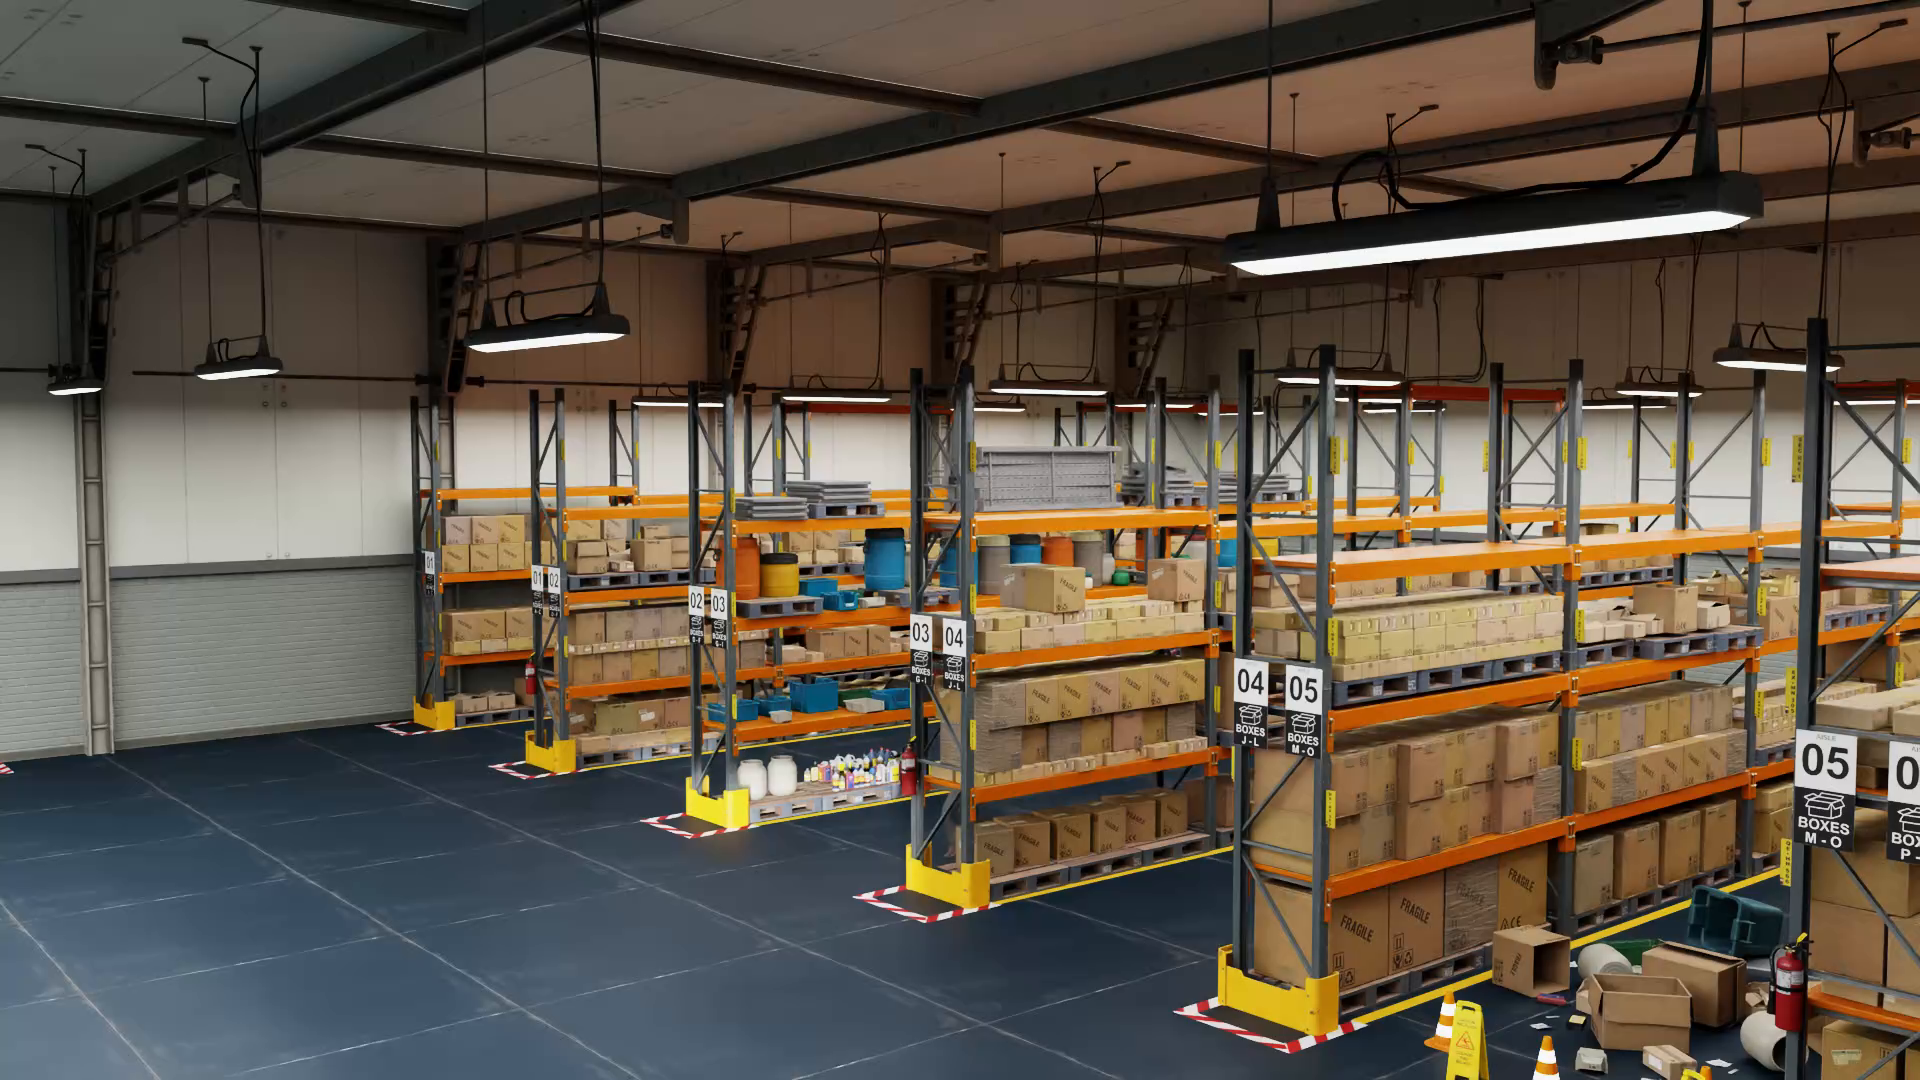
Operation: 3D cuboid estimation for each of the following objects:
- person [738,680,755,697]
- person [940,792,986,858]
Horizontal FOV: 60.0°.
[{"bbox_3d":[-4.118,2.437,31.614,0.589,1.720,0.883,2,4,32],"label":"person"},{"bbox_3d":[0.124,3.164,20.861,0.785,1.626,0.580,-2,4,-28],"label":"person"}]
